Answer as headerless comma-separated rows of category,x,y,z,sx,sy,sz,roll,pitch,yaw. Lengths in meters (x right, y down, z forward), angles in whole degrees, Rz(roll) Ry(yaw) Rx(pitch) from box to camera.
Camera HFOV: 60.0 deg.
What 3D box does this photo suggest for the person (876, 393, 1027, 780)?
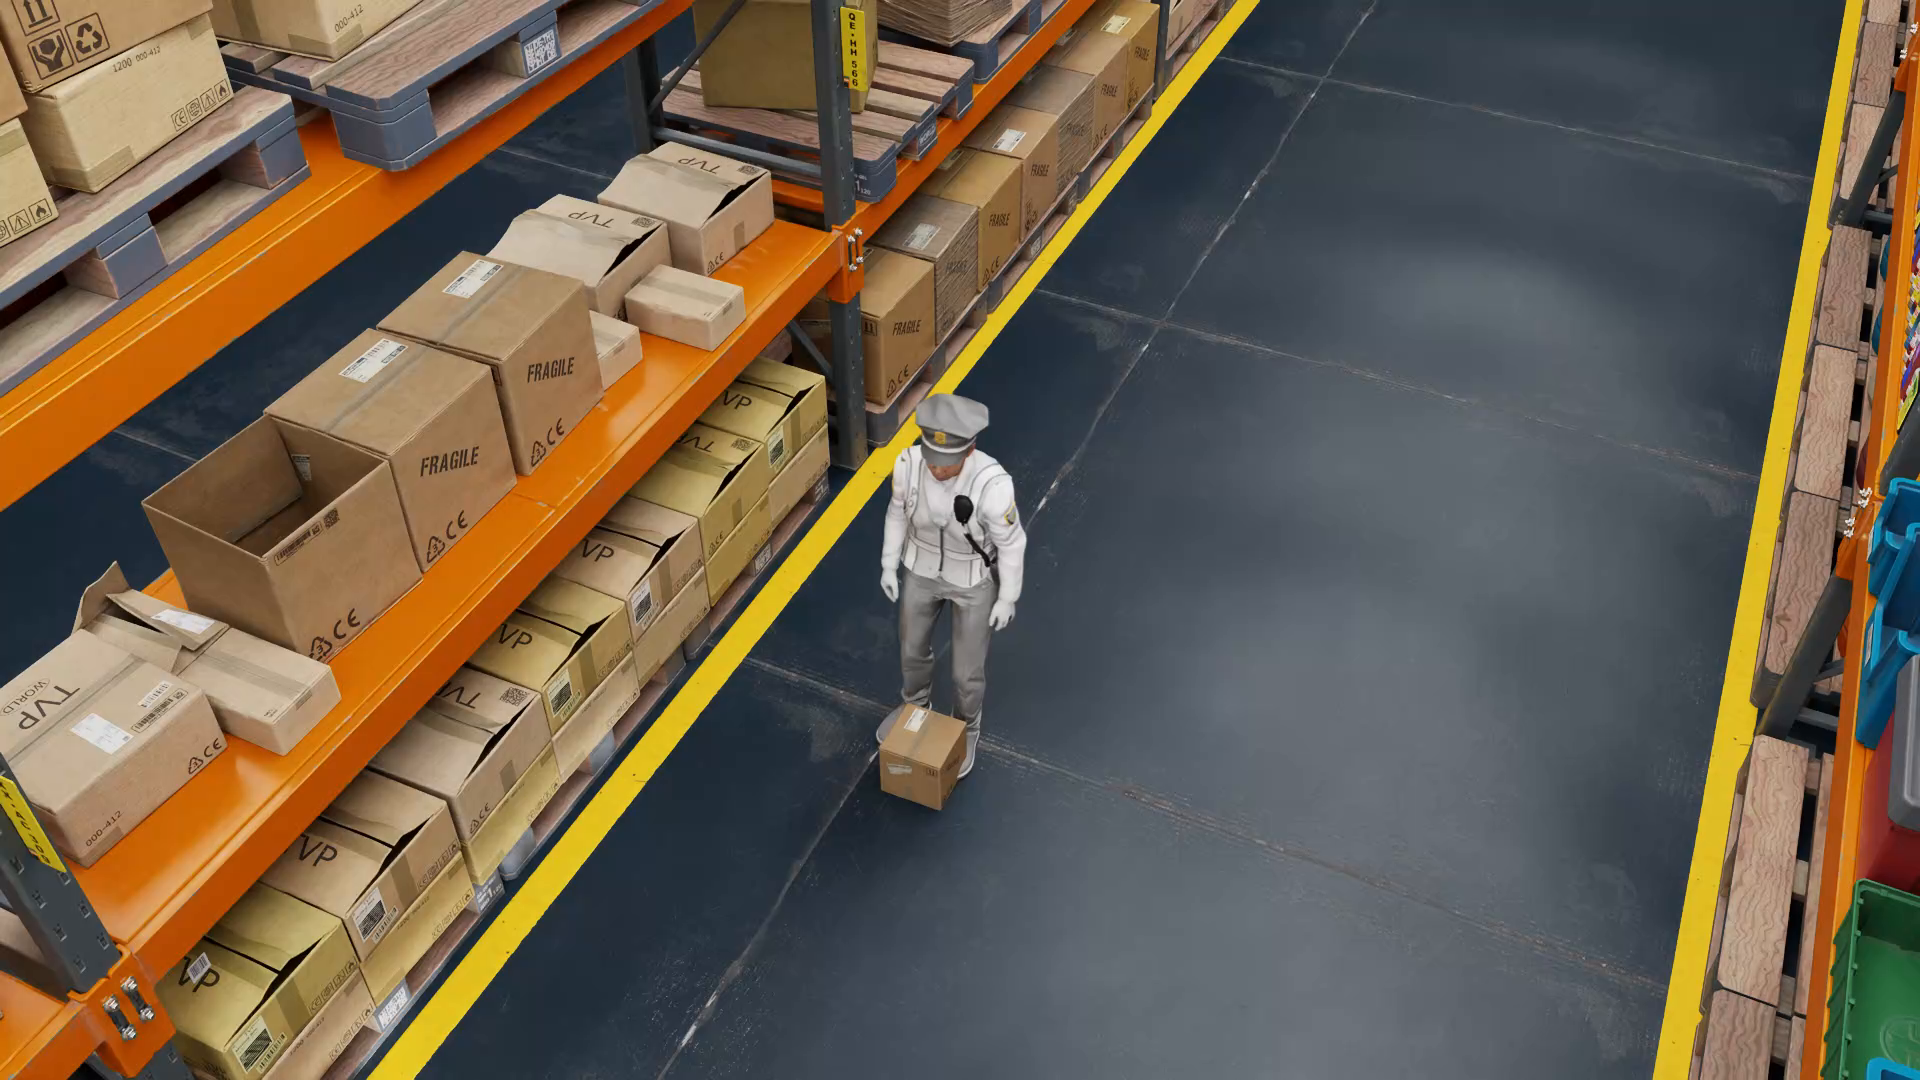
person,-0.045,0.163,5.979,0.540,1.662,0.415,15,44,16
